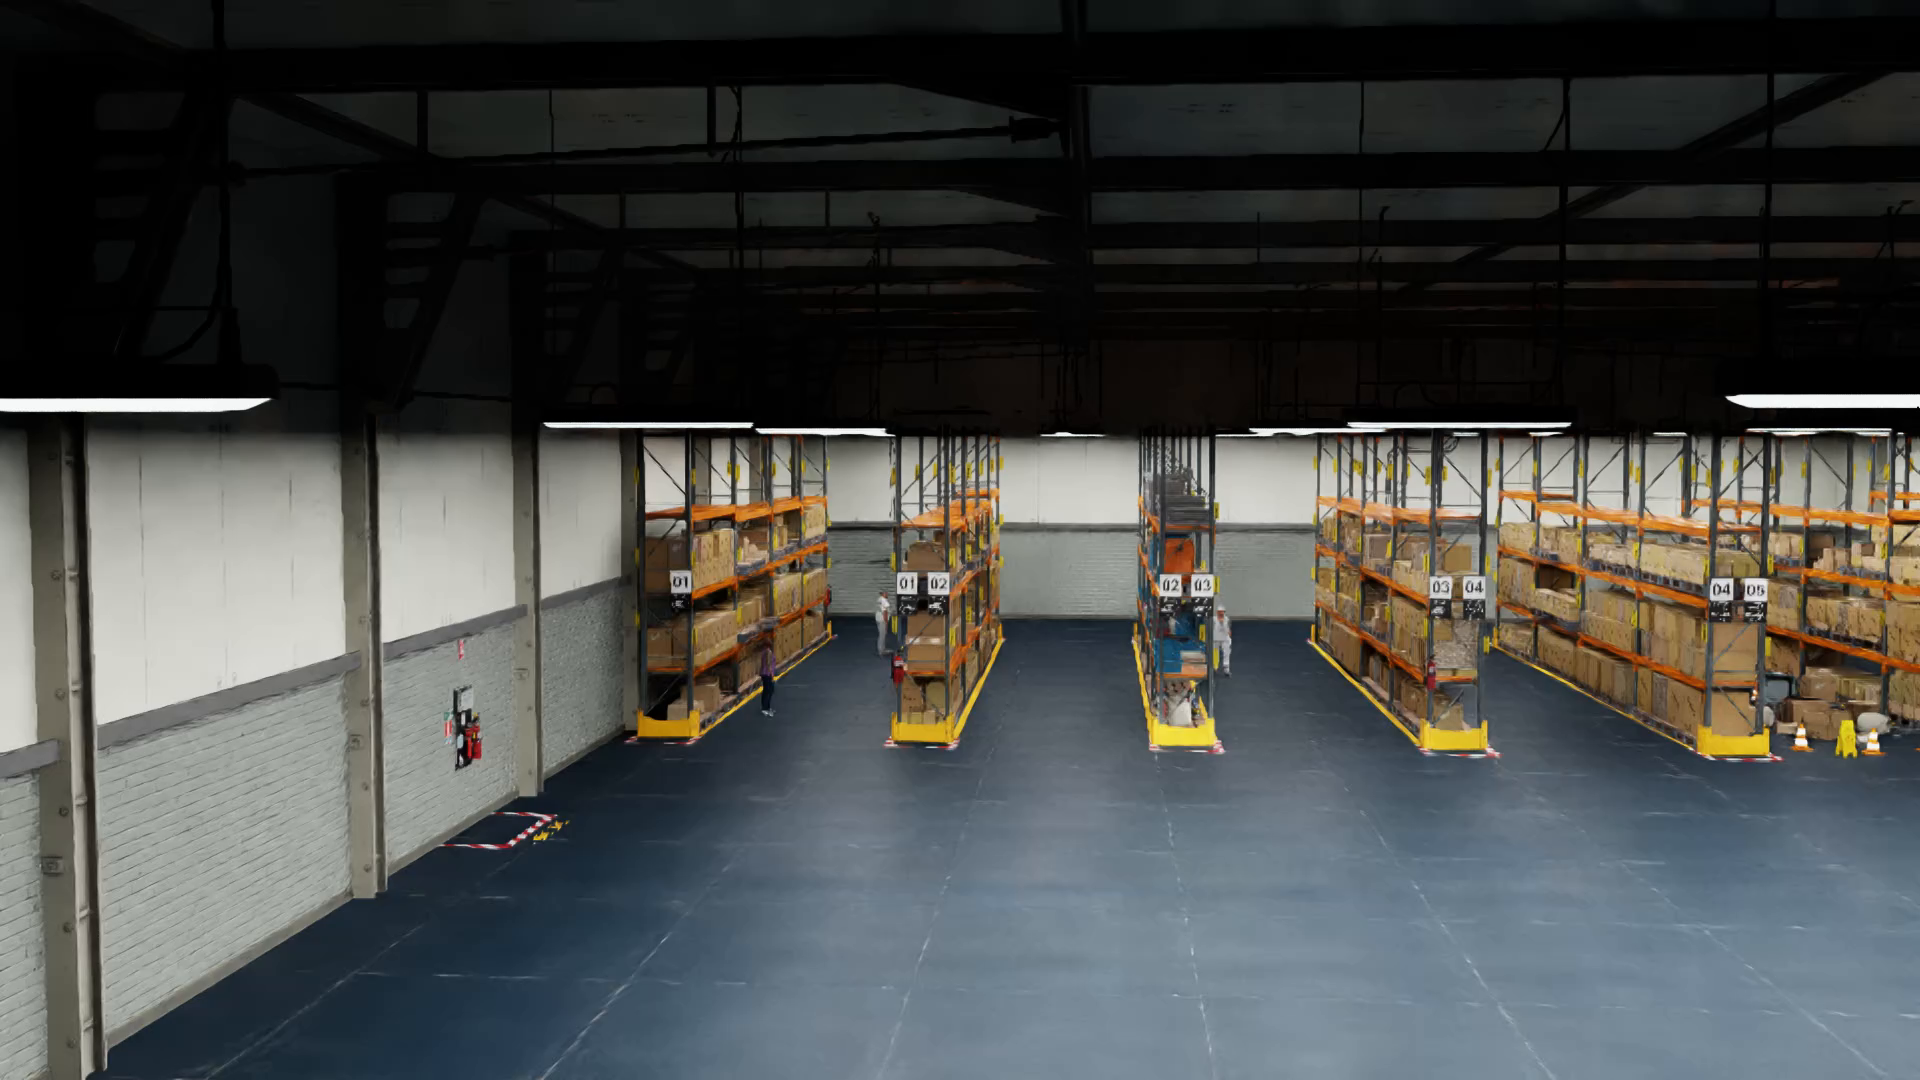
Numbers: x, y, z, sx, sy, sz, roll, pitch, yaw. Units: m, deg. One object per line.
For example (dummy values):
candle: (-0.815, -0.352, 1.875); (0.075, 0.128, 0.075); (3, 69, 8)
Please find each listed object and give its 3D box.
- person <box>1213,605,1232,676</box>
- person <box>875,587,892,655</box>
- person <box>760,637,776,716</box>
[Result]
person: (6.297, 2.403, 40.179); (0.557, 1.705, 1.116); (0, 3, 3)
person: (-2.001, 2.142, 44.164); (0.485, 1.767, 0.625); (-1, 4, -18)
person: (-3.991, 2.830, 34.611); (0.347, 1.637, 0.469); (-2, 4, -24)
